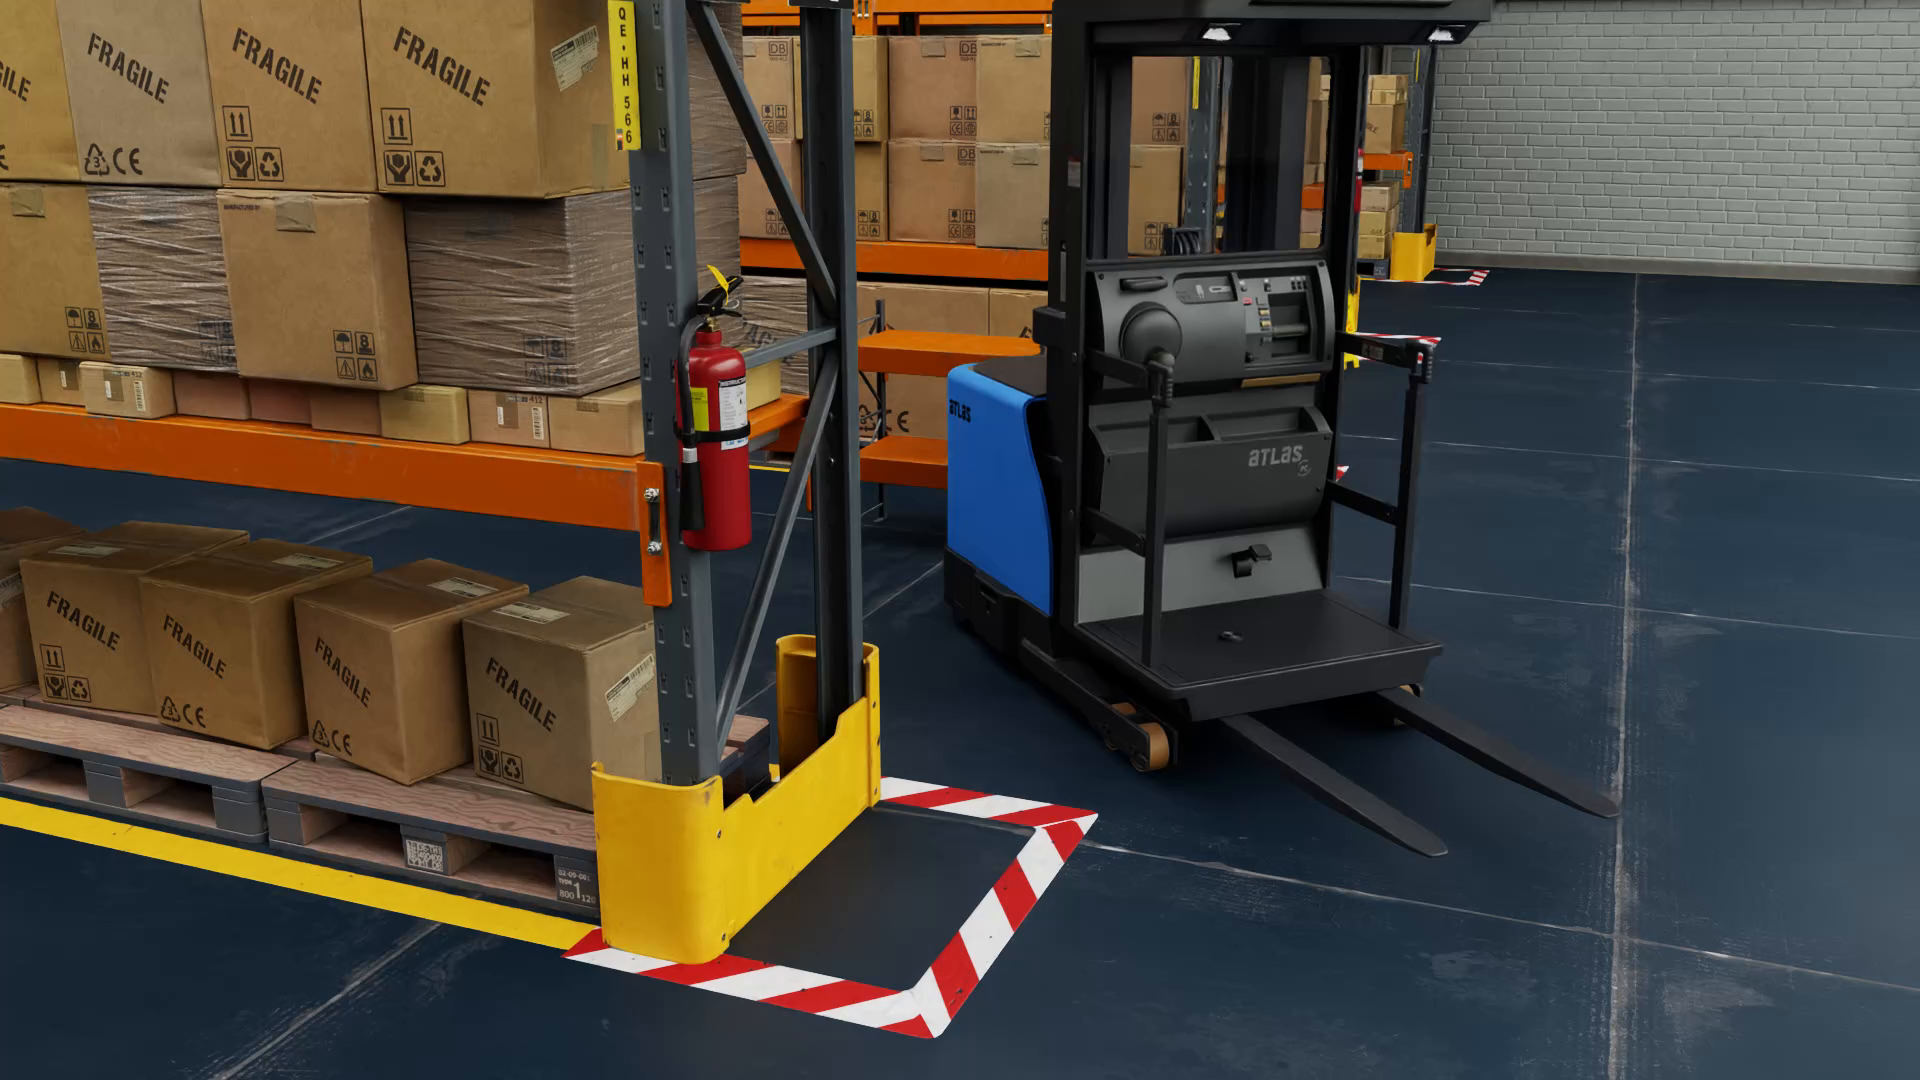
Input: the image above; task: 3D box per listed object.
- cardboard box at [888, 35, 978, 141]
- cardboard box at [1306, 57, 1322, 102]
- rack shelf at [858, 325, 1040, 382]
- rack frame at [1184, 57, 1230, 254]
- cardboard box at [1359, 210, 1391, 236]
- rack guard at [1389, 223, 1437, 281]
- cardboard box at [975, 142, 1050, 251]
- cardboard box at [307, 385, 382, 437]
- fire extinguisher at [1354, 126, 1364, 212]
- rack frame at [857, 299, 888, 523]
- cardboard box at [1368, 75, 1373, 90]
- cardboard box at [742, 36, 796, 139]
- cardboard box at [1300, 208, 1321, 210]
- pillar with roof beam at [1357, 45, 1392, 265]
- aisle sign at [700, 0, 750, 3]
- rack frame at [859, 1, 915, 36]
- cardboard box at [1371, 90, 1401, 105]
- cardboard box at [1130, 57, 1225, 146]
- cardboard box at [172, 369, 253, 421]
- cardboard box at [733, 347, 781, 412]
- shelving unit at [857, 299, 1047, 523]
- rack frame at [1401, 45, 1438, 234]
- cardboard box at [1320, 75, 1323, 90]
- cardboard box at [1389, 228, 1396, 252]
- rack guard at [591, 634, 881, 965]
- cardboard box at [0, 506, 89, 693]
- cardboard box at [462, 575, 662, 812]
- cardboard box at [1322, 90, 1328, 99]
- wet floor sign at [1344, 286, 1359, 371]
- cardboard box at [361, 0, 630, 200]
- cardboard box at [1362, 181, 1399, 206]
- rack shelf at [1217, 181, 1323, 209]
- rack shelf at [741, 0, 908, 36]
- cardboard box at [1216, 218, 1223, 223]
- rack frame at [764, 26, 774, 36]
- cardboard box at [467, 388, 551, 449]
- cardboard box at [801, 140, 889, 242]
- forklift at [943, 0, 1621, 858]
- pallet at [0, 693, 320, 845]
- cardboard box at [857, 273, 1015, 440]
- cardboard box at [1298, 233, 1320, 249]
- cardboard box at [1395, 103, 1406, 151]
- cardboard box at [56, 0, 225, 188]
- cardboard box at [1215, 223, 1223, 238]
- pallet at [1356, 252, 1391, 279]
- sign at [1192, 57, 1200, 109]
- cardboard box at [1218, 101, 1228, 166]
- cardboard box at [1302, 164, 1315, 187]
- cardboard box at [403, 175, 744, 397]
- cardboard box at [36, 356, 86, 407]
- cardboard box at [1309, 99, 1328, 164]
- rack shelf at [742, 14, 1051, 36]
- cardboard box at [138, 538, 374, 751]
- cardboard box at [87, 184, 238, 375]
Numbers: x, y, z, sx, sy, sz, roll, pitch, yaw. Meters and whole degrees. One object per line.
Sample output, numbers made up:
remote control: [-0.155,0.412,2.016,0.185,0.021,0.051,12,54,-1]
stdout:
cardboard box: [0.028,-2.525,9.286,0.550,0.550,0.875,6,17,21]
cardboard box: [2.543,-3.723,13.110,0.500,0.500,0.700,6,17,19]
rack shelf: [-0.006,-0.822,7.938,1.000,0.278,0.538,6,17,21]
rack frame: [1.376,-1.762,8.862,0.127,3.000,1.000,6,17,21]
cardboard box: [4.348,-3.434,17.903,0.500,0.250,0.500,6,17,20]
rack guard: [4.938,-3.141,18.096,0.348,0.500,1.175,6,17,21]
cardboard box: [0.494,-1.911,9.106,0.550,0.550,0.875,6,17,21]
cardboard box: [-1.590,-0.408,4.650,0.250,0.149,0.380,6,17,21]
fire extinguisher: [3.035,-2.888,12.879,0.183,0.674,0.296,6,17,21]
rack frame: [-0.479,-0.593,8.198,0.032,1.125,0.500,6,17,21]
cardboard box: [4.264,-4.845,17.607,0.250,0.149,0.380,6,17,21]
cardboard box: [-1.008,-2.598,9.536,0.550,0.550,0.875,6,17,21]
cardboard box: [3.896,-3.722,17.999,0.500,0.250,0.500,7,17,22]
pillar with roof beam: [3.019,-6.413,14.124,0.400,9.000,9.100,6,17,21]
aisle sign: [-0.591,-1.650,3.814,0.004,0.787,0.394,6,17,21]
rack frame: [-0.623,-3.465,14.729,0.127,3.000,1.000,6,17,21]
cardboard box: [4.490,-4.666,17.523,0.250,0.149,0.380,7,17,21]
cardboard box: [1.045,-2.400,8.856,0.550,0.550,0.875,6,17,21]
cardboard box: [-2.048,-0.464,4.843,0.250,0.149,0.380,6,17,21]
cardboard box: [-0.716,-0.456,4.815,0.250,0.149,0.380,6,17,21]
shelving unit: [-0.006,-0.541,8.019,1.048,1.125,0.538,6,17,21]
rack frame: [4.916,-4.344,17.756,0.127,3.000,1.000,6,17,21]
cardboard box: [3.807,-4.910,17.829,0.250,0.149,0.380,6,17,21]
cardboard box: [4.531,-3.326,18.428,0.500,0.250,0.500,6,17,21]
rack guard: [-0.609,0.707,4.842,0.348,0.500,1.175,6,17,21]
cardboard box: [-3.366,0.212,5.794,0.500,0.500,0.500,13,21,38]
cardboard box: [-1.113,0.445,4.992,0.500,0.500,0.500,10,19,31]
cardboard box: [4.023,-4.727,17.733,0.250,0.149,0.380,7,17,22]
wet floor sign: [2.882,-1.628,12.625,0.232,0.644,0.267,14,21,40]
cardboard box: [-1.140,-1.149,4.245,0.500,0.500,0.500,6,17,21]
cardboard box: [4.538,-3.803,18.279,0.500,0.250,0.500,6,17,20]
rack shelf: [1.238,-2.915,14.125,4.000,0.370,1.077,6,17,21]
rack shelf: [-2.483,-4.765,15.116,4.000,0.370,1.077,6,17,21]
cardboard box: [2.427,-2.454,14.079,0.500,0.500,0.500,6,17,19]
rack frame: [-2.526,-5.162,20.575,0.127,3.000,1.000,6,17,21]
cardboard box: [-1.111,-0.366,4.506,0.250,0.149,0.380,6,17,21]
cardboard box: [-0.489,-2.044,9.565,0.500,0.550,0.875,6,17,21]
forklift: [0.975,-0.771,5.572,1.130,2.935,3.031,-7,18,-22]
pallet: [-2.483,0.628,5.631,1.213,0.211,1.003,6,17,21]
cardboard box: [-0.099,-1.085,9.588,0.875,0.875,0.875,6,17,20]
cardboard box: [3.904,-3.244,18.147,0.500,0.250,0.500,6,17,21]
cardboard box: [4.557,-4.514,18.164,0.500,0.500,0.500,7,18,22]
cardboard box: [-2.072,-1.250,4.594,0.500,0.500,0.500,6,17,21]
cardboard box: [2.257,-2.312,13.590,0.500,0.500,0.500,6,17,21]
pallet: [4.189,-3.072,18.376,1.213,0.211,1.003,6,17,21]
sign: [1.164,-2.292,8.188,0.005,0.325,0.100,6,17,21]
cardboard box: [2.028,-3.283,13.390,0.500,0.500,0.500,6,17,21]
cardboard box: [2.672,-2.918,13.296,0.250,0.149,0.380,7,18,22]
cardboard box: [-1.040,-0.740,4.630,0.500,0.500,0.875,6,17,21]
cardboard box: [-2.520,-0.511,5.003,0.250,0.149,0.380,6,17,21]
cardboard box: [2.759,-3.367,13.679,0.500,0.500,0.500,6,17,20]
rack shelf: [-0.666,-6.052,19.552,4.000,0.370,1.077,6,17,21]
cardboard box: [-2.257,0.324,5.409,0.500,0.500,0.500,8,18,26]
cardboard box: [-1.998,-0.822,4.913,0.500,0.500,0.875,6,17,21]
